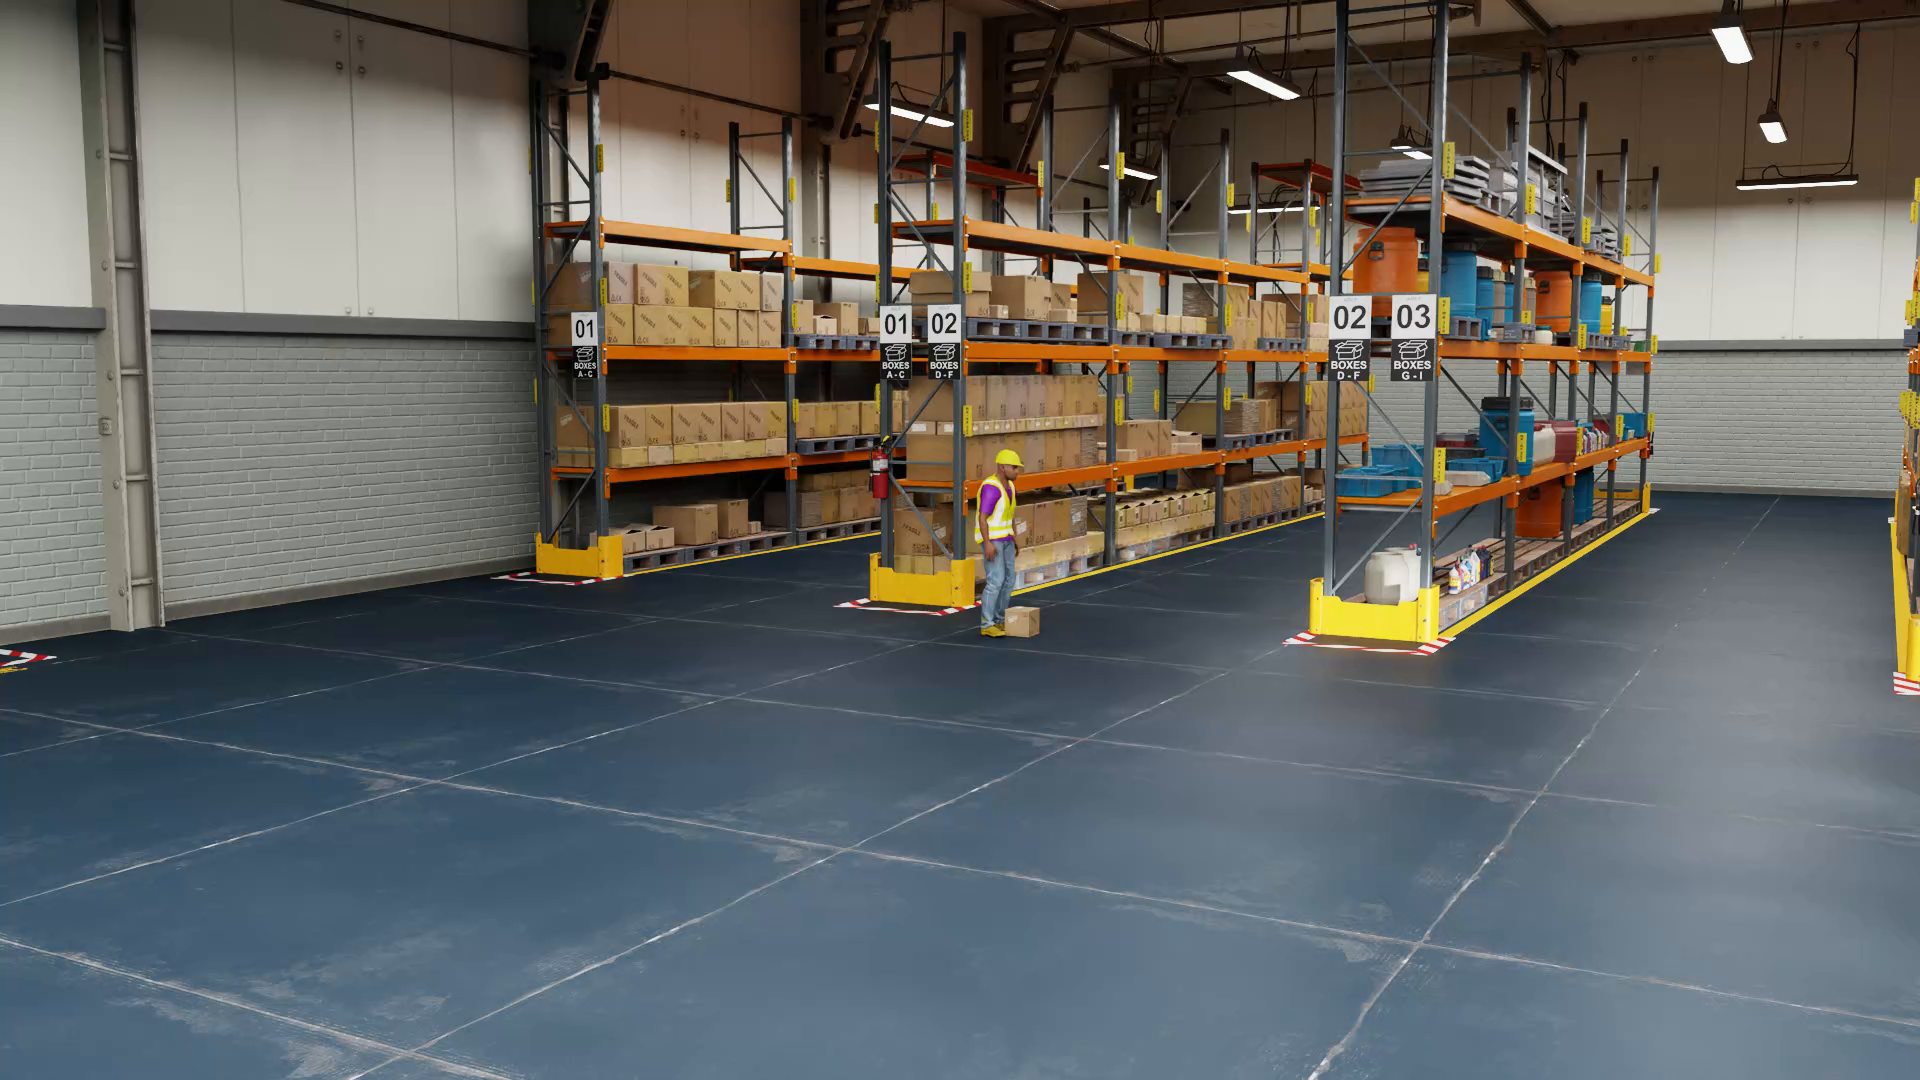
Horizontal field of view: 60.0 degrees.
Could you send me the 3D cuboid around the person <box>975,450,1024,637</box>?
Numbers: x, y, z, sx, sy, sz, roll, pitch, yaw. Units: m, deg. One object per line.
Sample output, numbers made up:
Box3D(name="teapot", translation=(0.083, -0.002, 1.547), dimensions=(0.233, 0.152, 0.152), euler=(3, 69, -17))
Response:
Box3D(name="person", translation=(0.388, 0.018, 15.869), dimensions=(0.458, 1.761, 0.626), euler=(3, 7, 29))
